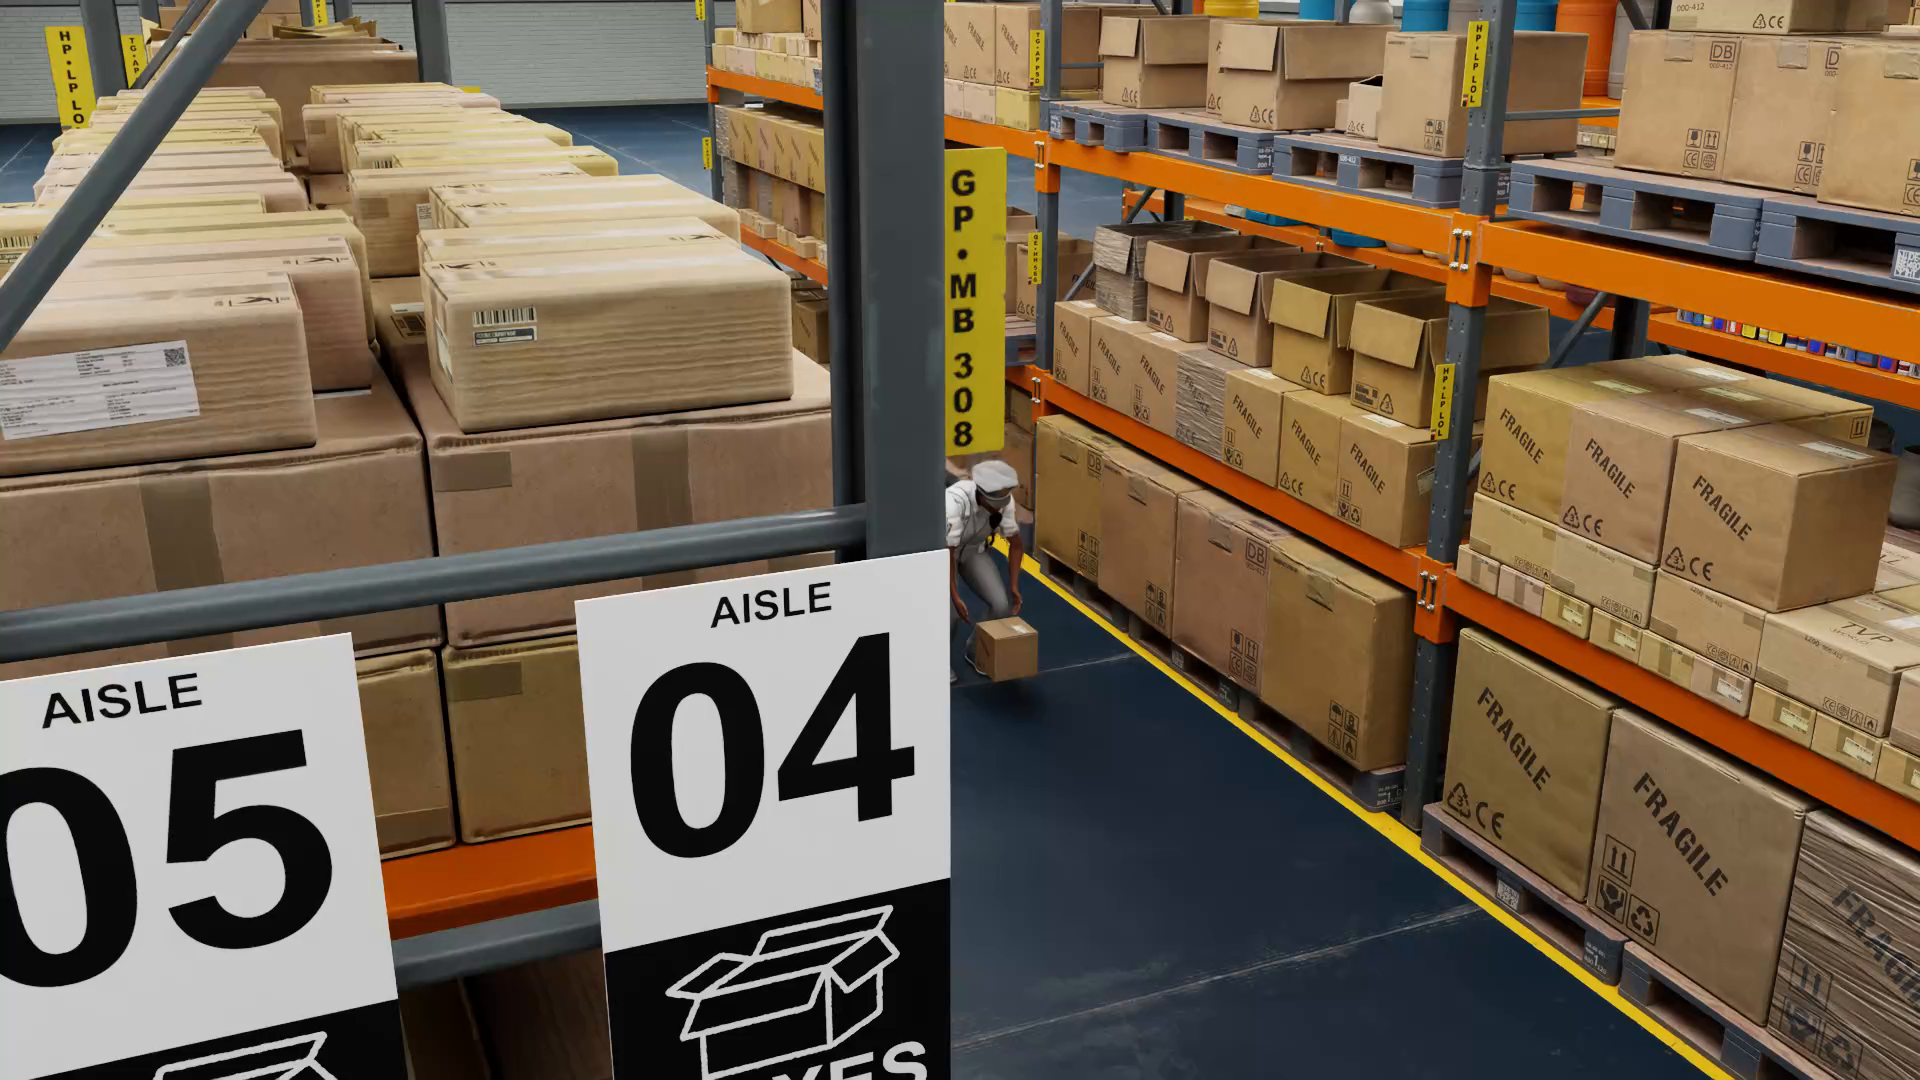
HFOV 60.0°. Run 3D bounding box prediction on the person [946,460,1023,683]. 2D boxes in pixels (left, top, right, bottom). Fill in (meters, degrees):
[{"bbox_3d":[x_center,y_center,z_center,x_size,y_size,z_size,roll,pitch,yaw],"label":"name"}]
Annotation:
[{"bbox_3d":[0.078,0.150,9.191,0.499,1.305,0.753,-8,21,-22],"label":"person"}]
